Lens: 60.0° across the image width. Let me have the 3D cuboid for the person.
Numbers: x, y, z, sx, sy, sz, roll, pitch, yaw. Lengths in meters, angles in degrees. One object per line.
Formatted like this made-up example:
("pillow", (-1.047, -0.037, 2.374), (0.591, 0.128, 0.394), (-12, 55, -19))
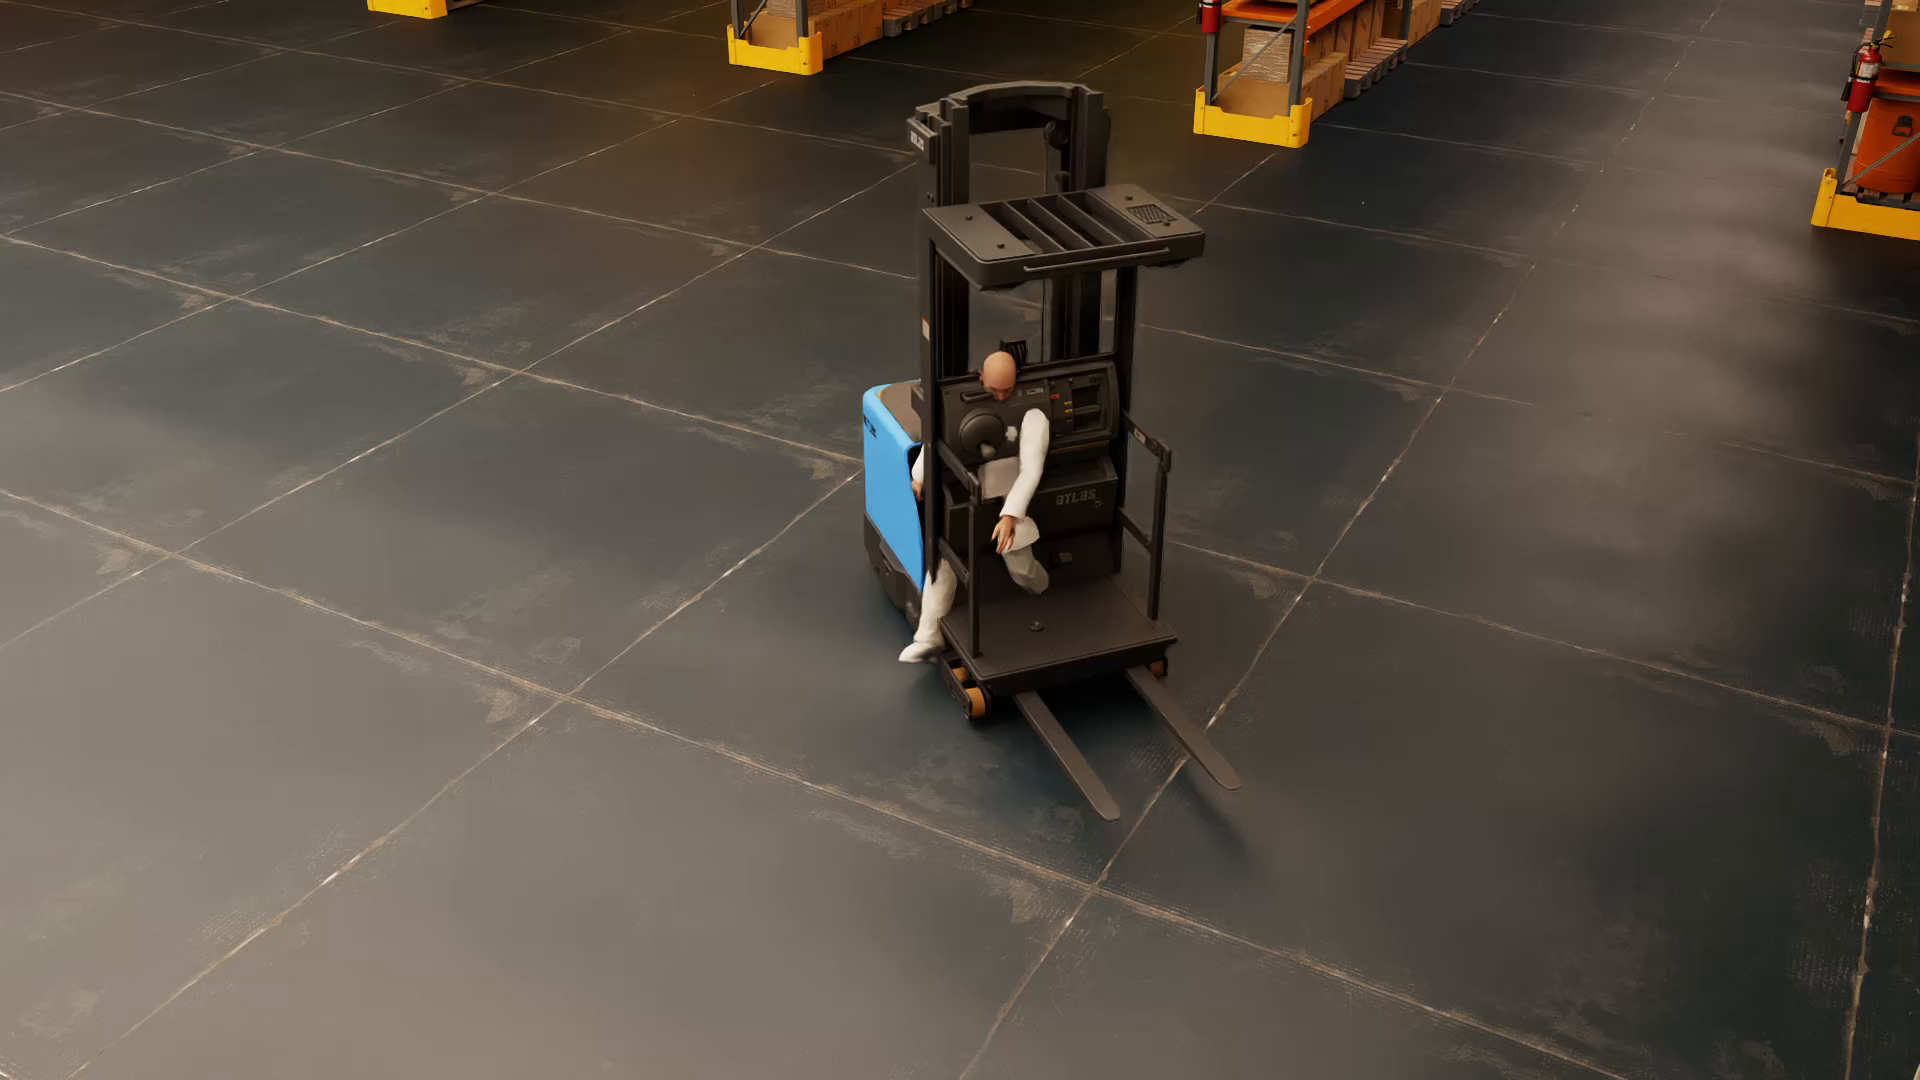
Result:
("person", (0.073, -0.149, 8.466), (0.855, 1.689, 1.074), (12, 32, 19))

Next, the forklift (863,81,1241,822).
("forklift", (0.435, -0.594, 8.099), (1.130, 2.935, 3.031), (-11, 32, -18))
